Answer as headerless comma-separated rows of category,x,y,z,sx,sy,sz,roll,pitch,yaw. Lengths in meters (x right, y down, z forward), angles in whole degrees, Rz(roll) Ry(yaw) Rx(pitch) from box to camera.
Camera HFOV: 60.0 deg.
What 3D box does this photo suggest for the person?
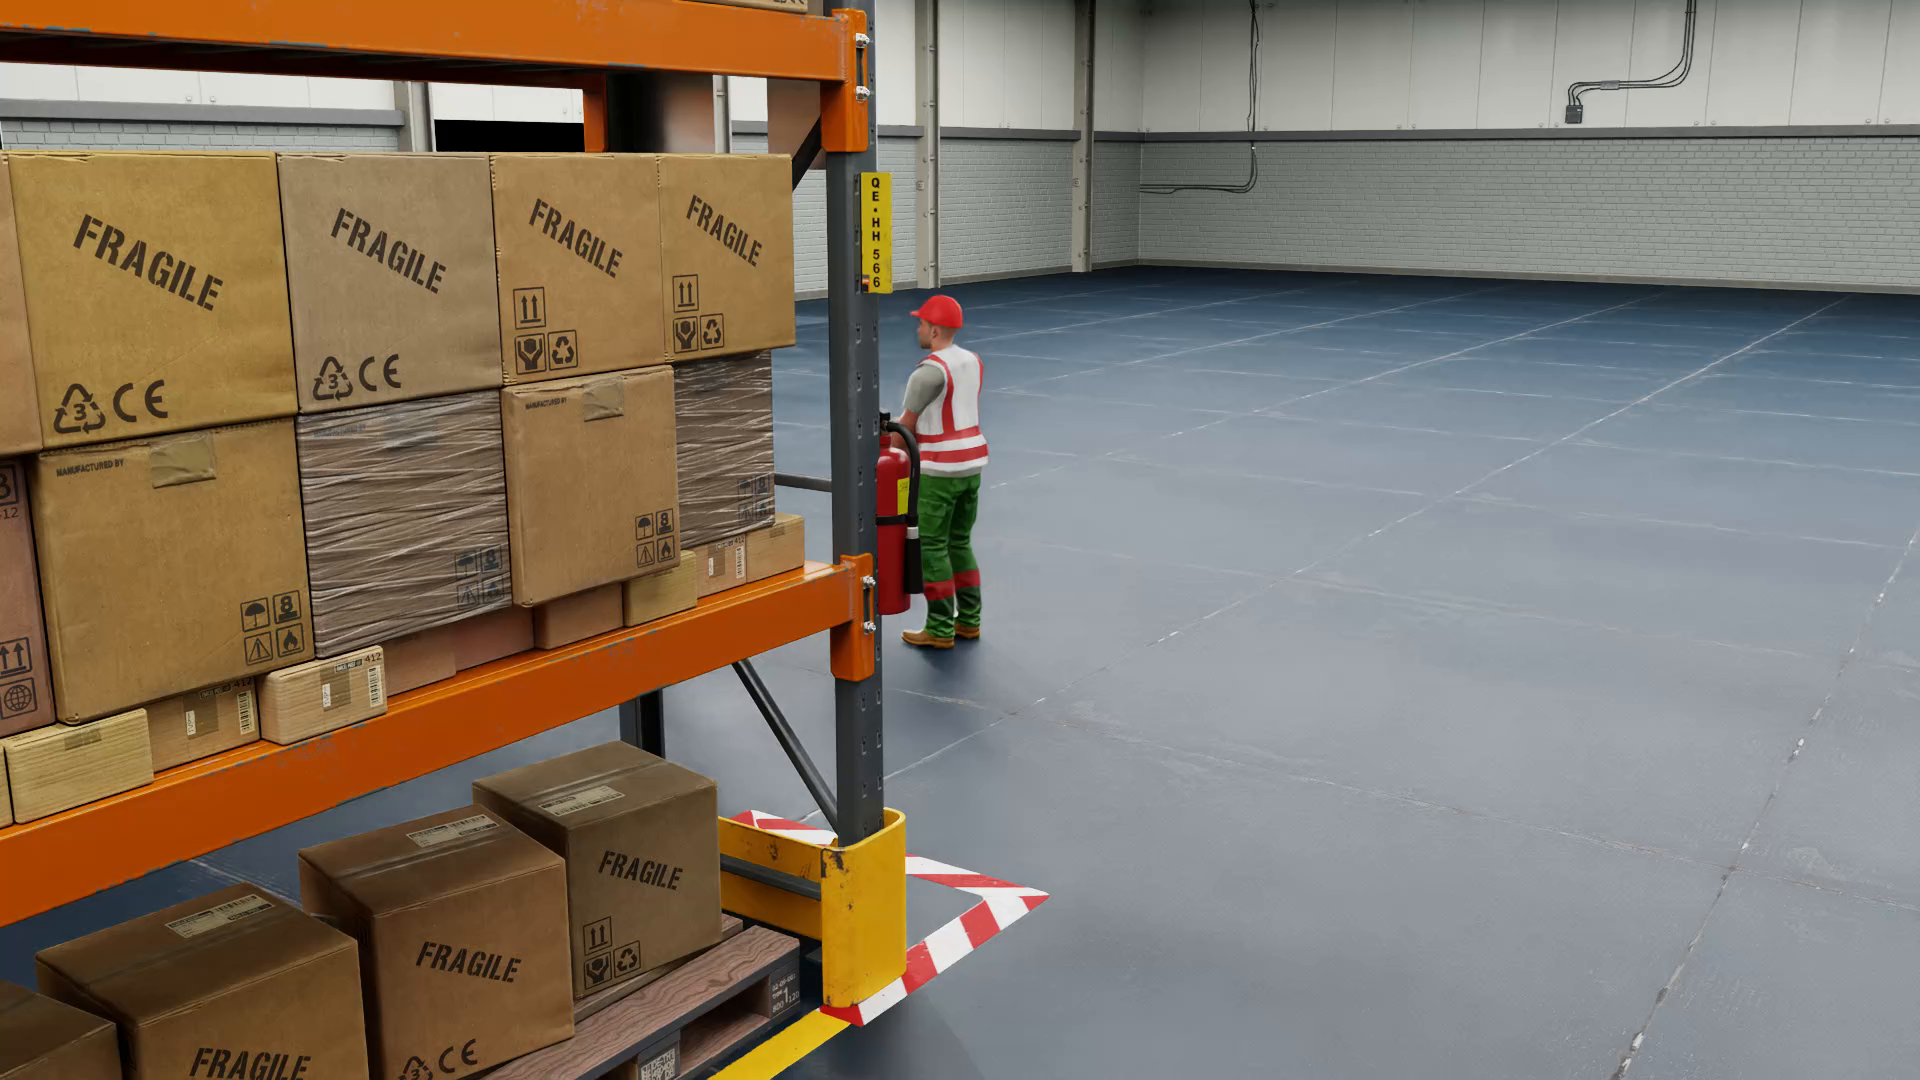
person,-0.152,-0.358,8.502,0.559,1.784,0.495,8,15,32
